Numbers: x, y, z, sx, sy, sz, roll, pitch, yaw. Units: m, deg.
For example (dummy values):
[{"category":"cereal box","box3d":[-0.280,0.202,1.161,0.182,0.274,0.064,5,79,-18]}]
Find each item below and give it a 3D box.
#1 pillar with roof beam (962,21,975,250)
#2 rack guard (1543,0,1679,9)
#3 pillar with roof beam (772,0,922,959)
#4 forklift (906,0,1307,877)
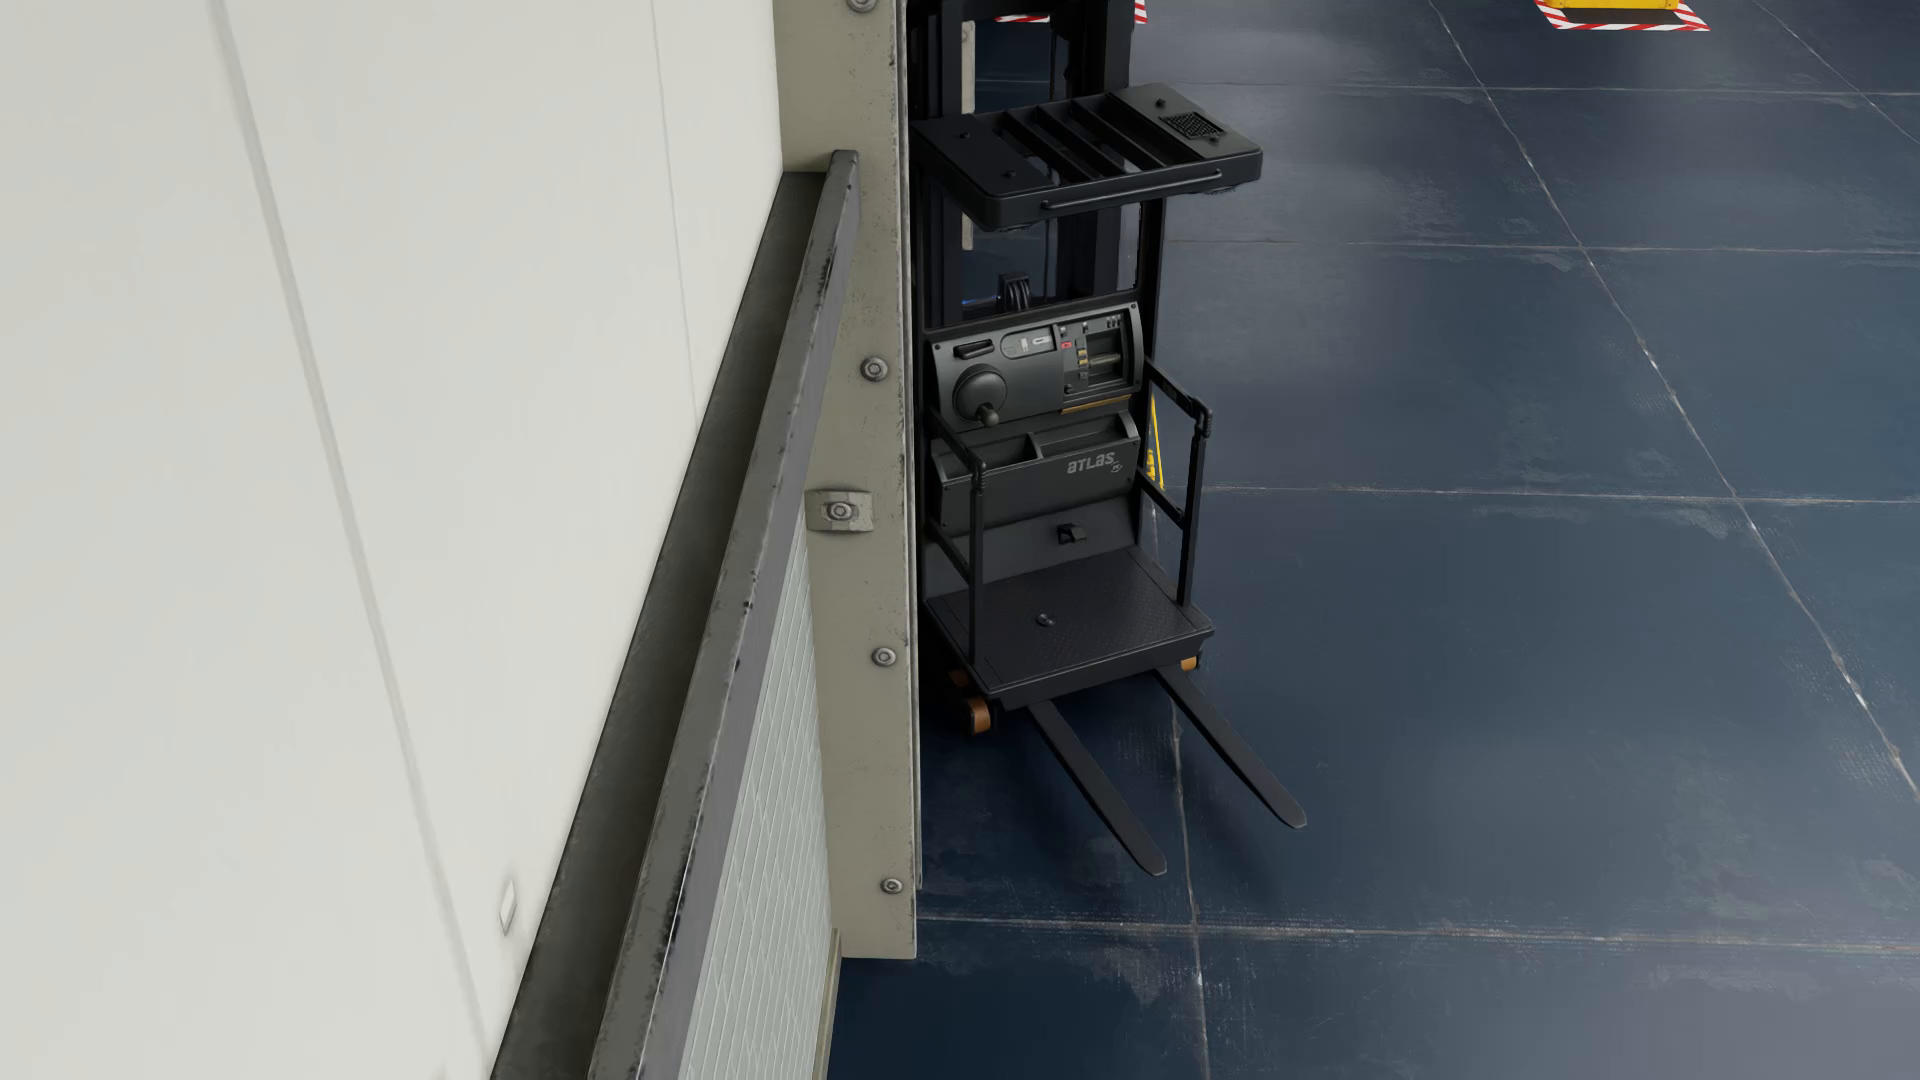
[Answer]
[{"category":"pillar with roof beam","box3d":[4.234,-5.616,8.415,9.100,9.000,0.400,1,35,2]},{"category":"rack guard","box3d":[5.959,-5.138,15.125,1.175,0.500,0.348,1,35,2]},{"category":"pillar with roof beam","box3d":[3.993,-2.169,3.510,9.100,9.000,0.400,1,35,2]},{"category":"forklift","box3d":[0.411,-0.656,6.635,1.130,2.935,3.031,-14,37,-19]}]
